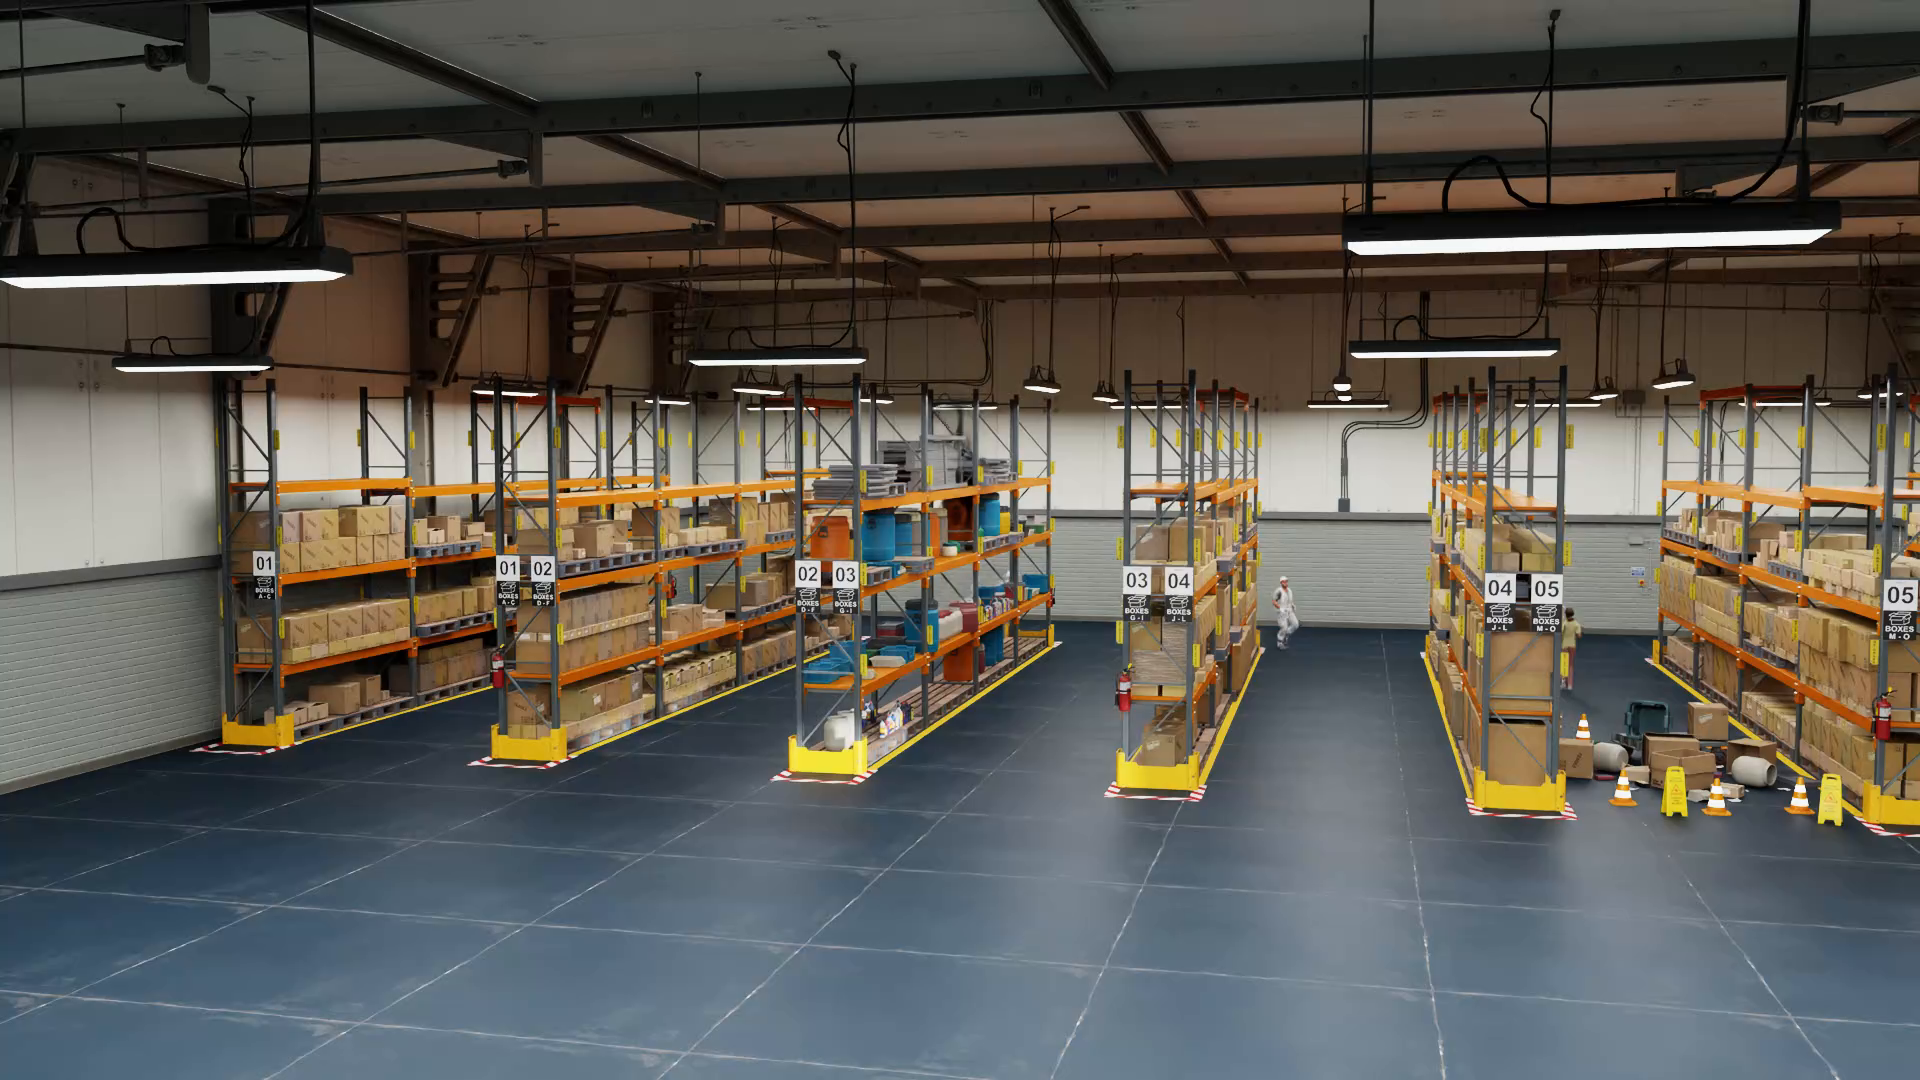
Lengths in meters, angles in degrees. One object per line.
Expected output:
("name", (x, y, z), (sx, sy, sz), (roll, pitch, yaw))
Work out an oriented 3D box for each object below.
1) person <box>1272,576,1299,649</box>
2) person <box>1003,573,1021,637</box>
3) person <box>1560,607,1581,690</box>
("person", (7.797, 1.741, 39.762), (0.656, 1.747, 0.548), (-2, 4, -34))
("person", (1.189, 1.639, 42.243), (0.768, 1.707, 0.652), (1, 4, 19))
("person", (12.115, 2.184, 33.197), (0.554, 1.684, 0.679), (0, 3, 7))
